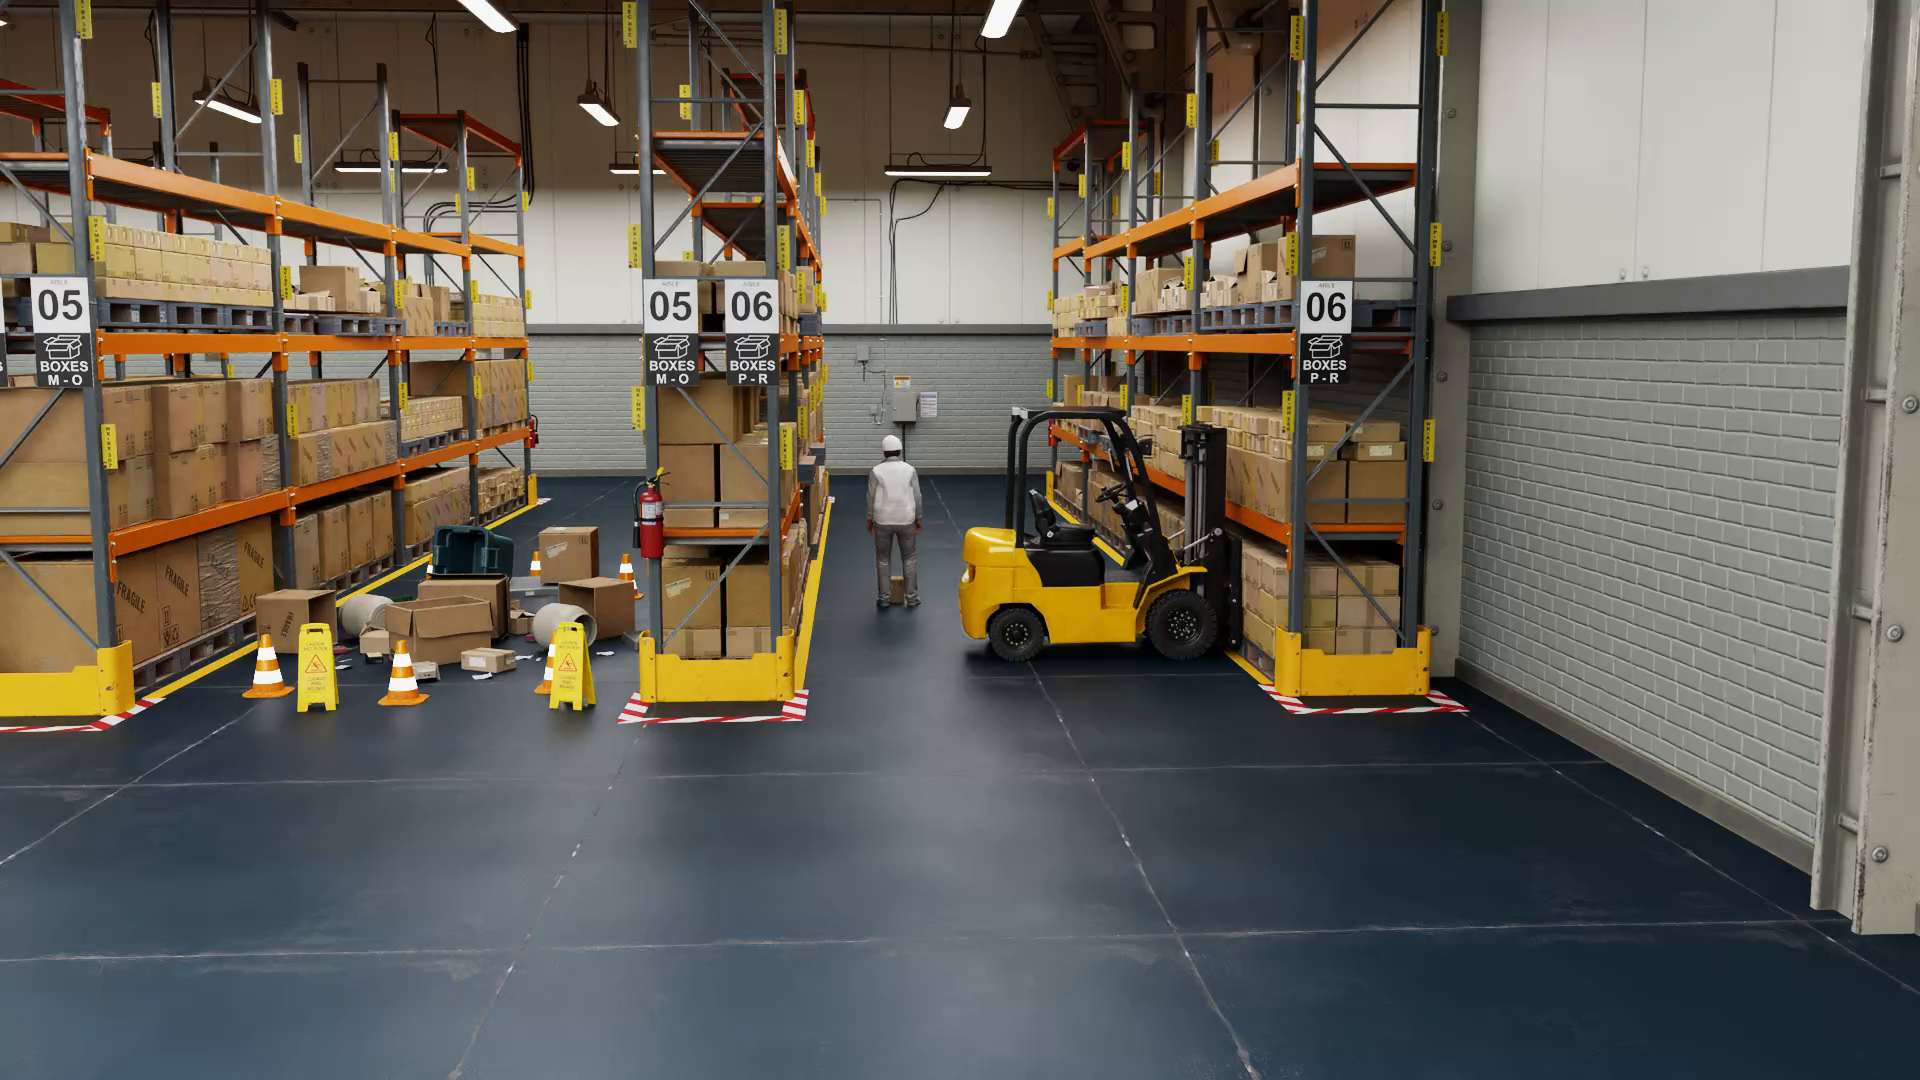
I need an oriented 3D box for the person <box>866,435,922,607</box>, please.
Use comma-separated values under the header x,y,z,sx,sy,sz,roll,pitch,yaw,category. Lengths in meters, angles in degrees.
x,y,z,sx,sy,sz,roll,pitch,yaw,category
-0.685,-0.198,17.303,0.588,1.769,0.464,-1,7,-6,person
